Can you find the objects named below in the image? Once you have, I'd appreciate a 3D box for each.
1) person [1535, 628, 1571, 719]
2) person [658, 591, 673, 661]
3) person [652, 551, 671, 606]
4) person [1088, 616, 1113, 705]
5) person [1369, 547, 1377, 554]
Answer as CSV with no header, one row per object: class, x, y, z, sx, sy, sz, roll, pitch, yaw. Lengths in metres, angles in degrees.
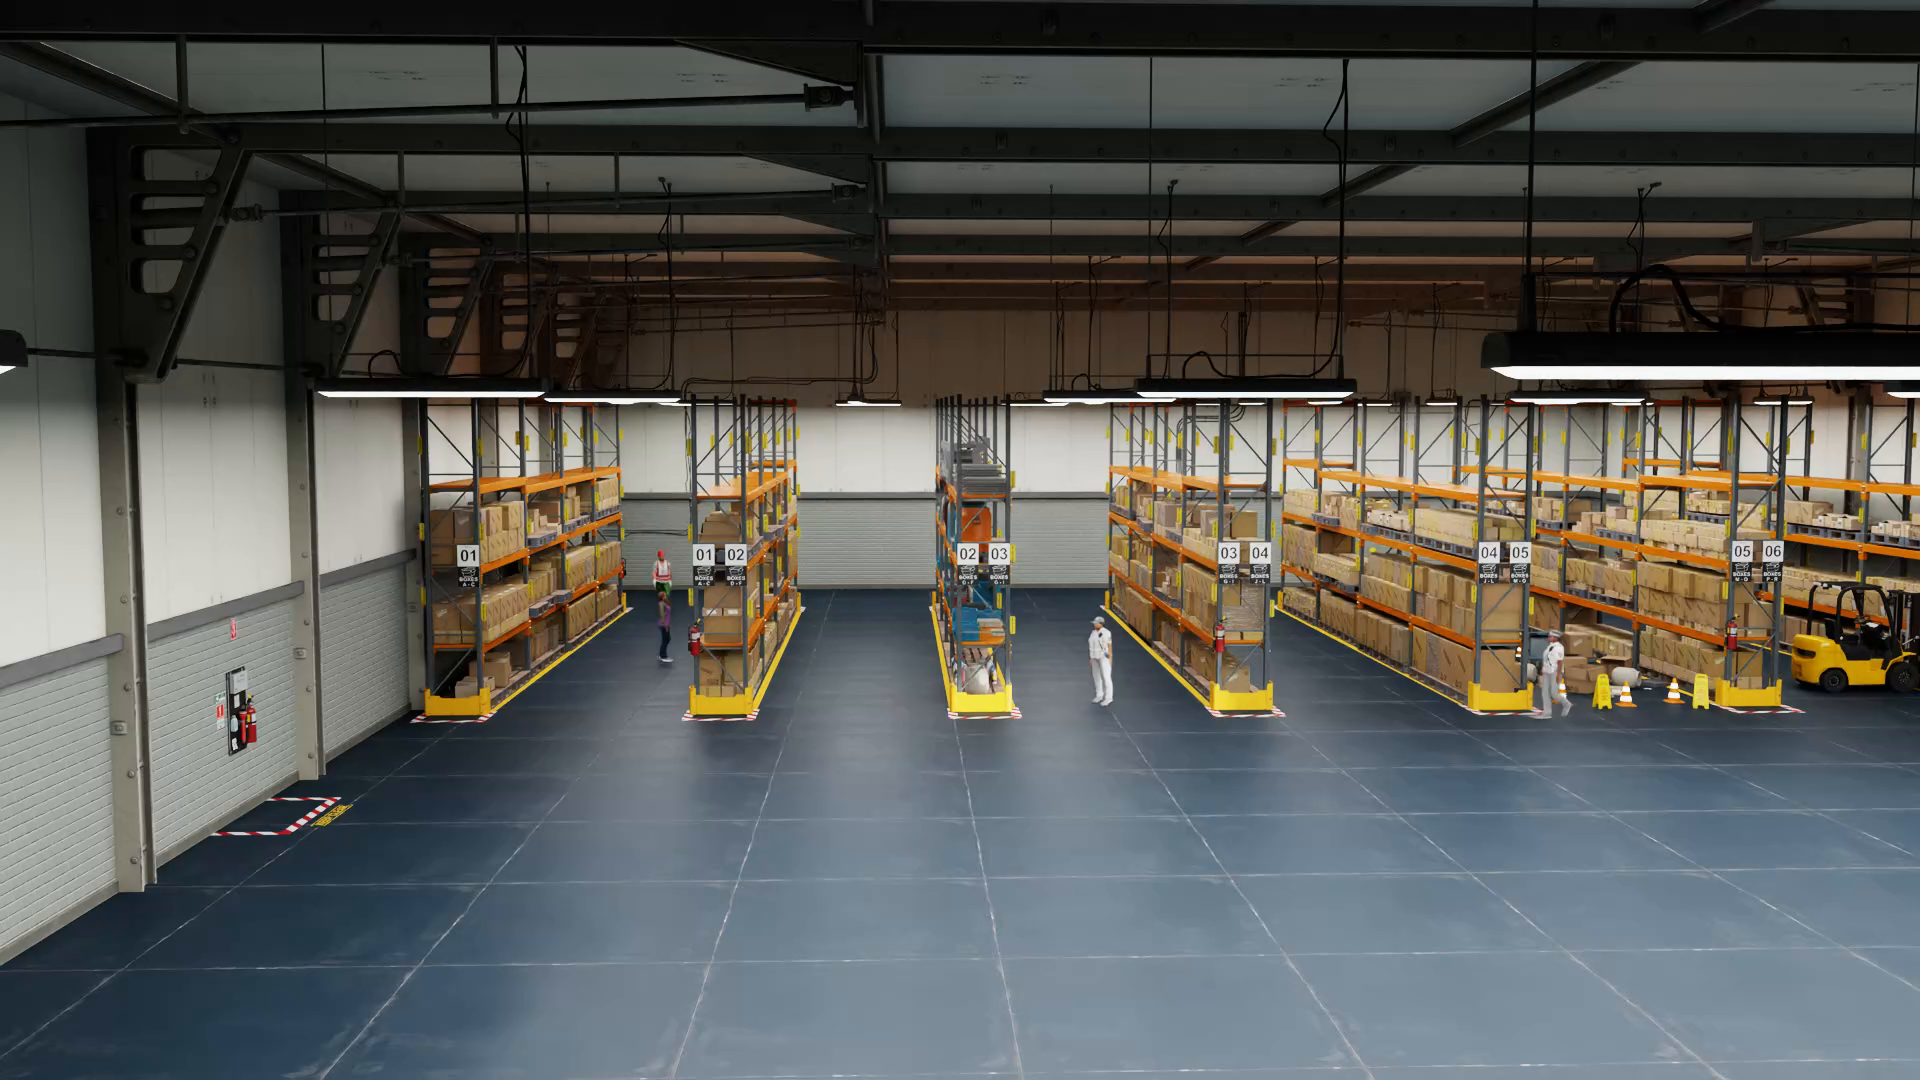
person,10.951,2.463,30.624,0.590,1.678,0.455,-2,5,-25
person,-6.683,1.960,37.712,0.317,1.607,0.460,-1,5,-14
person,-8.291,1.190,46.209,0.513,1.778,0.867,0,5,-6
person,2.742,2.342,32.482,0.451,1.684,0.589,-4,6,-44
person,11.743,1.104,47.550,0.505,1.782,0.622,-1,5,-6
